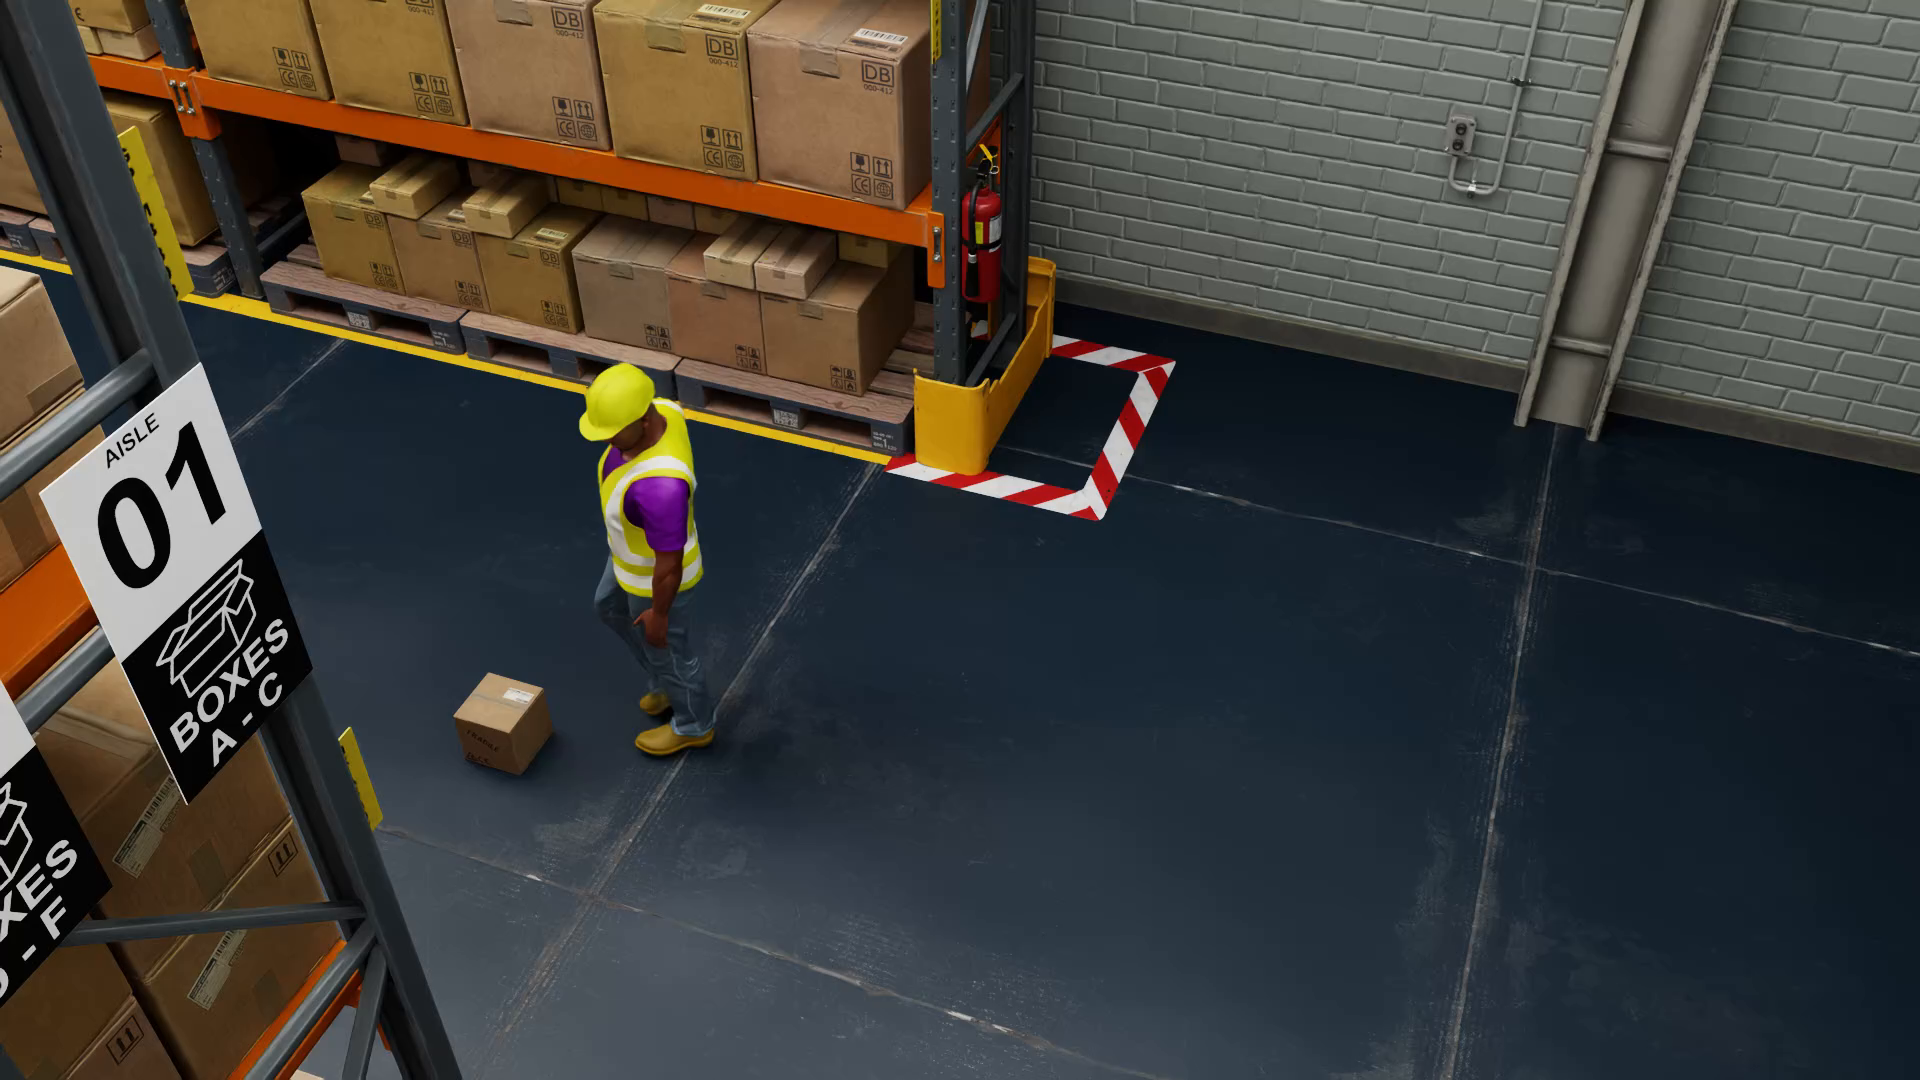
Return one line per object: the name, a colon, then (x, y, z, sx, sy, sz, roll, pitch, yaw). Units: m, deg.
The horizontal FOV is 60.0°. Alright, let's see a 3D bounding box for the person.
person: (-1.133, 0.114, 6.015, 0.438, 1.820, 0.610, -8, 42, -9)
